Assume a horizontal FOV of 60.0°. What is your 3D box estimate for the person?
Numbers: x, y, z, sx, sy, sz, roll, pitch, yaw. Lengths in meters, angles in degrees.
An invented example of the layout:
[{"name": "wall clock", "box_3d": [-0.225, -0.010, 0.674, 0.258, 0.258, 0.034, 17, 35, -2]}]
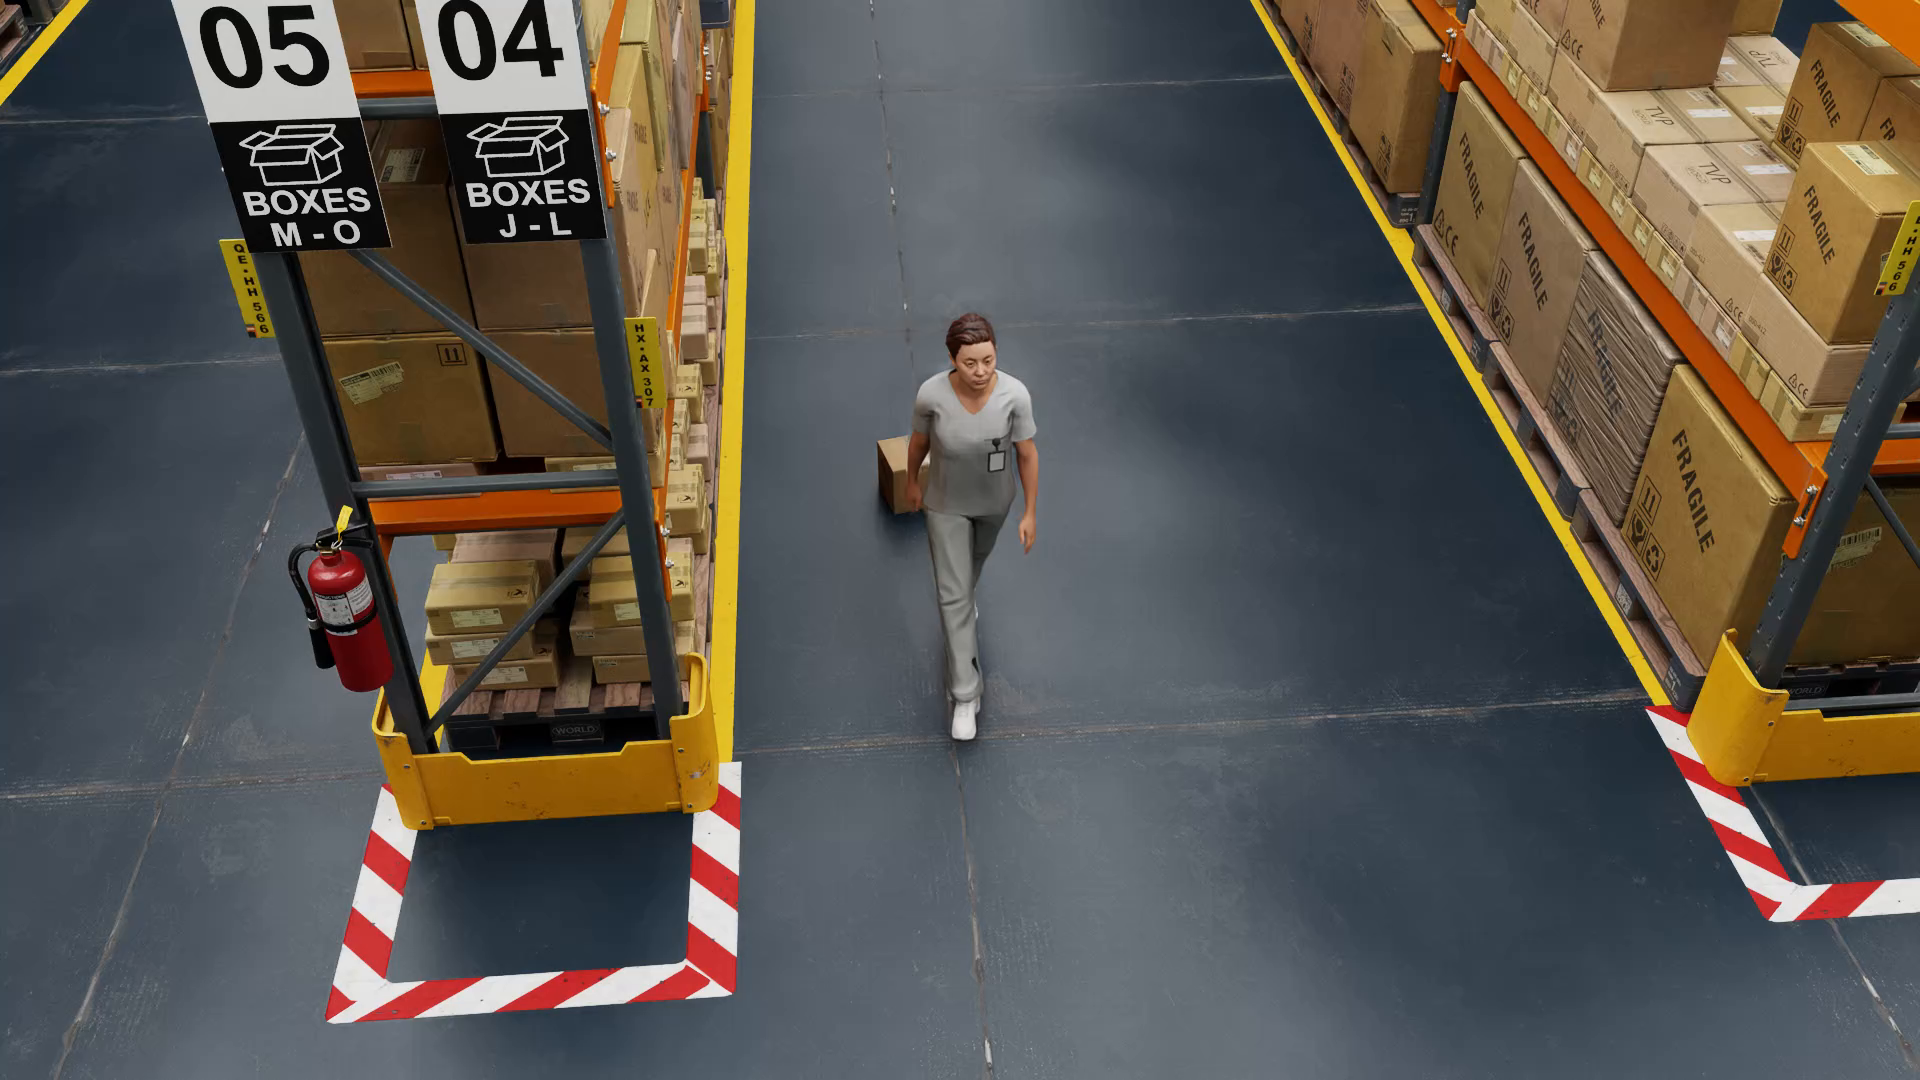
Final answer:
[{"name": "person", "box_3d": [0.058, -0.076, 6.263, 0.460, 1.610, 1.078, -6, 40, -8]}]
